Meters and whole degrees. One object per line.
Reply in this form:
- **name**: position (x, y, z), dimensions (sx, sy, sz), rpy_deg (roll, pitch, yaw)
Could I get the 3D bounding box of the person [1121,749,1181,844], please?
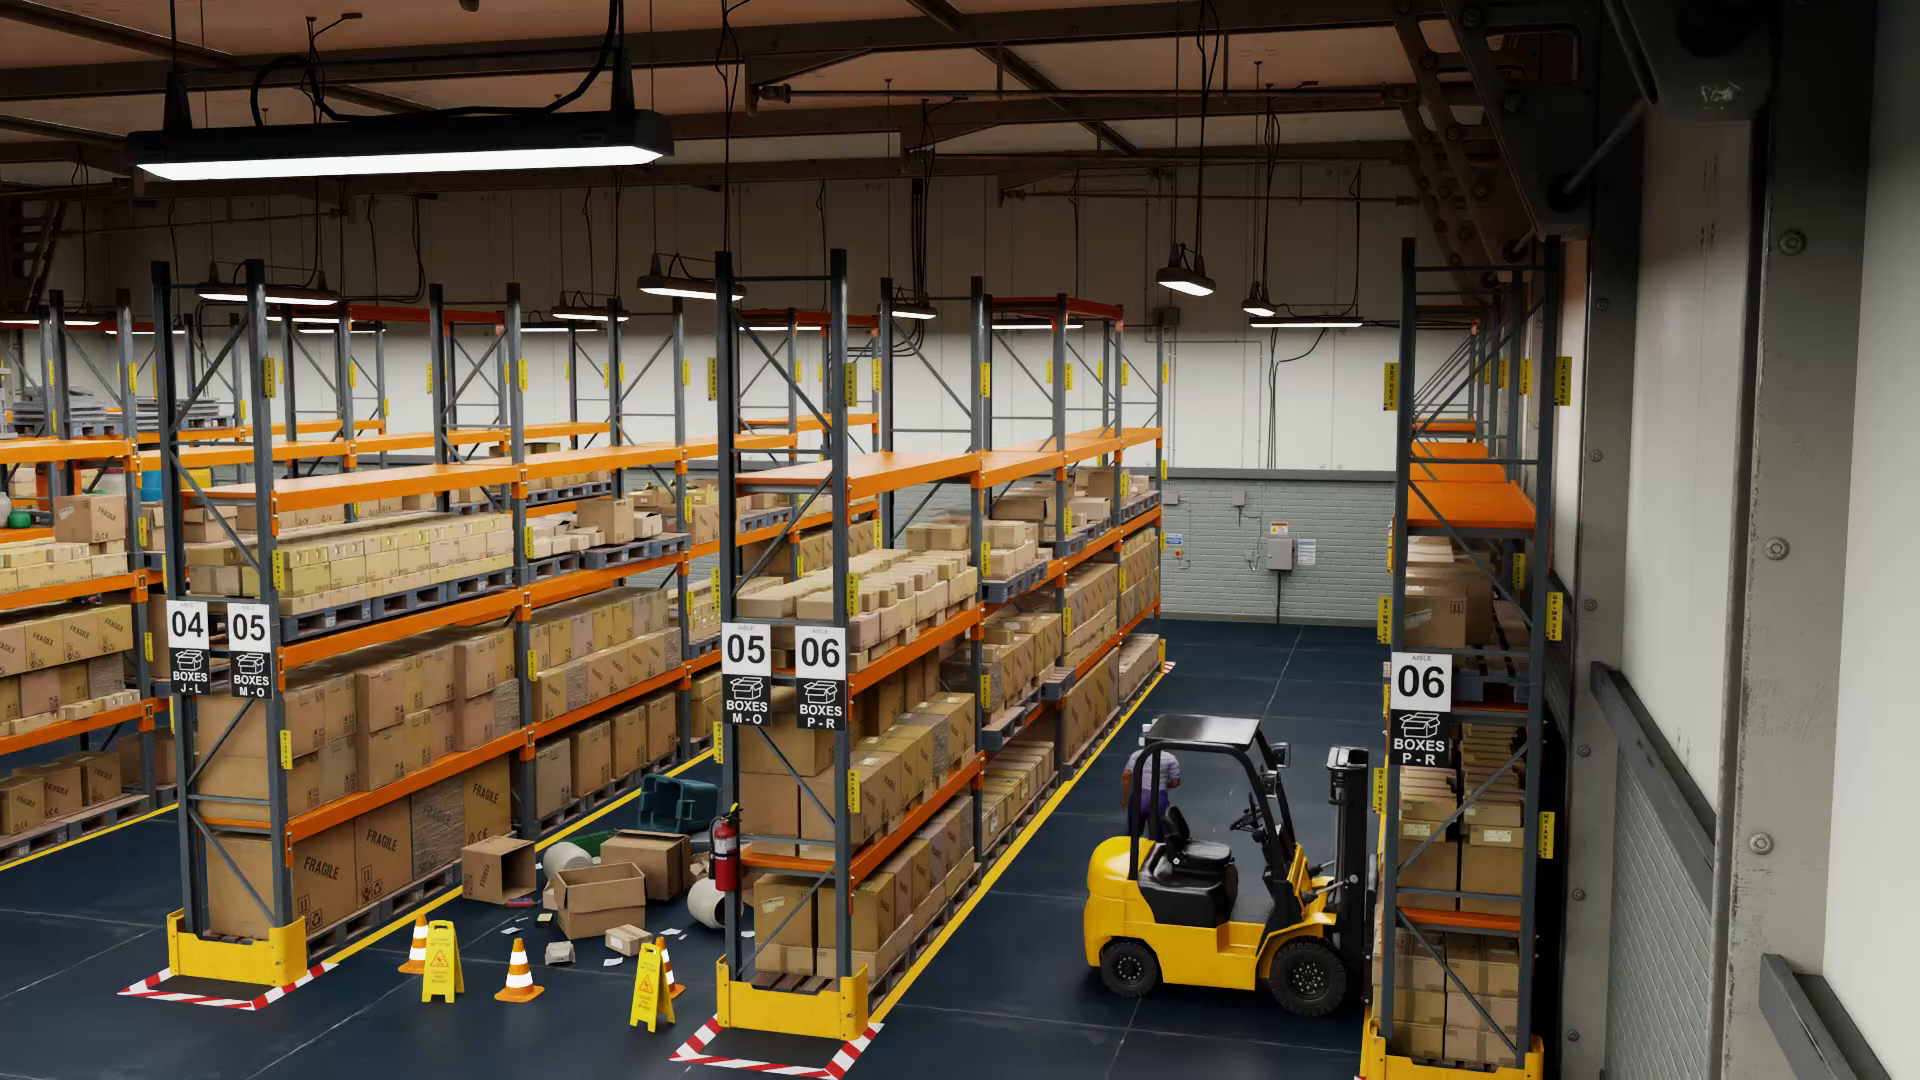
- **person**: position (1.904, 2.650, 16.638), dimensions (0.575, 1.546, 0.721), rpy_deg (2, 6, 16)
